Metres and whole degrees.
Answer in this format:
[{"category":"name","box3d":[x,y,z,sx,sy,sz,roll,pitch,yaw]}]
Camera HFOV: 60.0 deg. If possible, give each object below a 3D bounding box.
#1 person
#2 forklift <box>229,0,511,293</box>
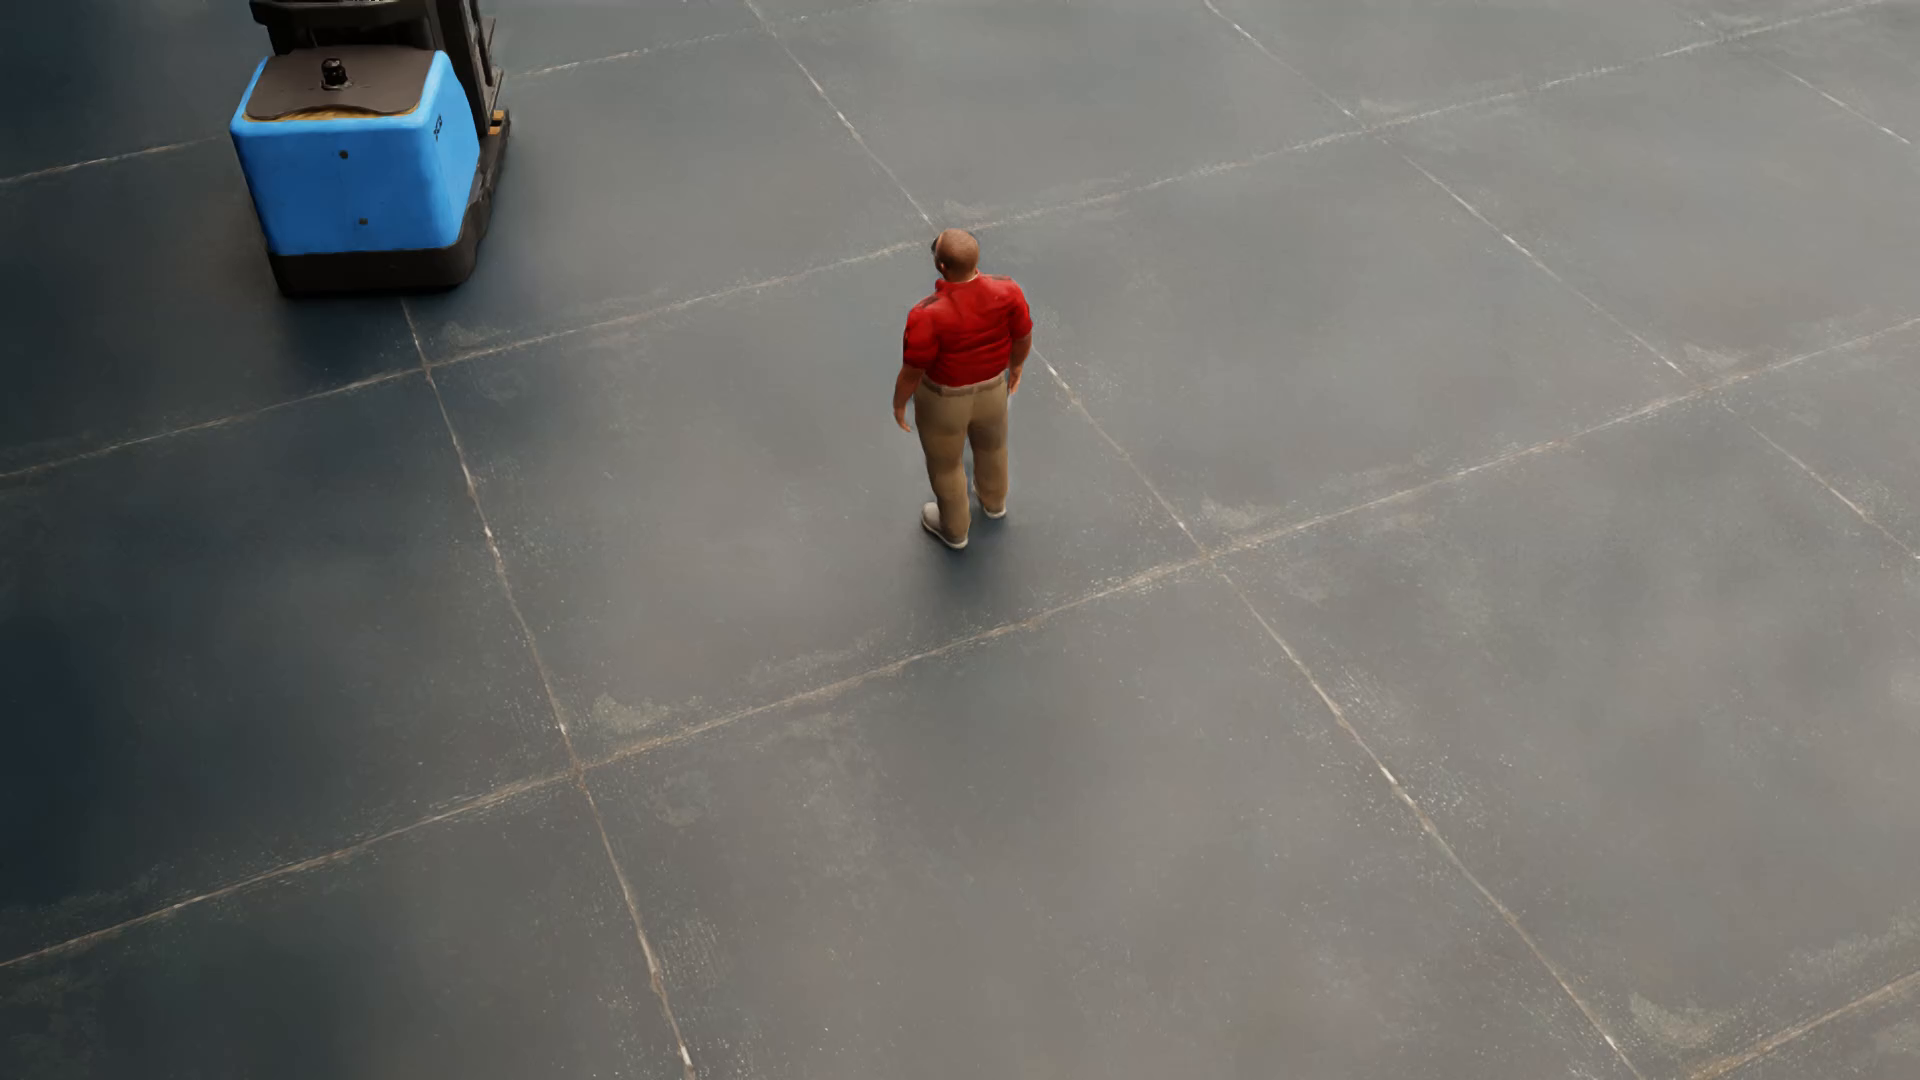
[{"category":"person","box3d":[-0.027,-0.696,7.297,0.640,1.727,0.550,-18,46,-18]},{"category":"forklift","box3d":[-3.391,-3.439,9.366,1.130,2.935,3.031,-3,43,-4]}]
